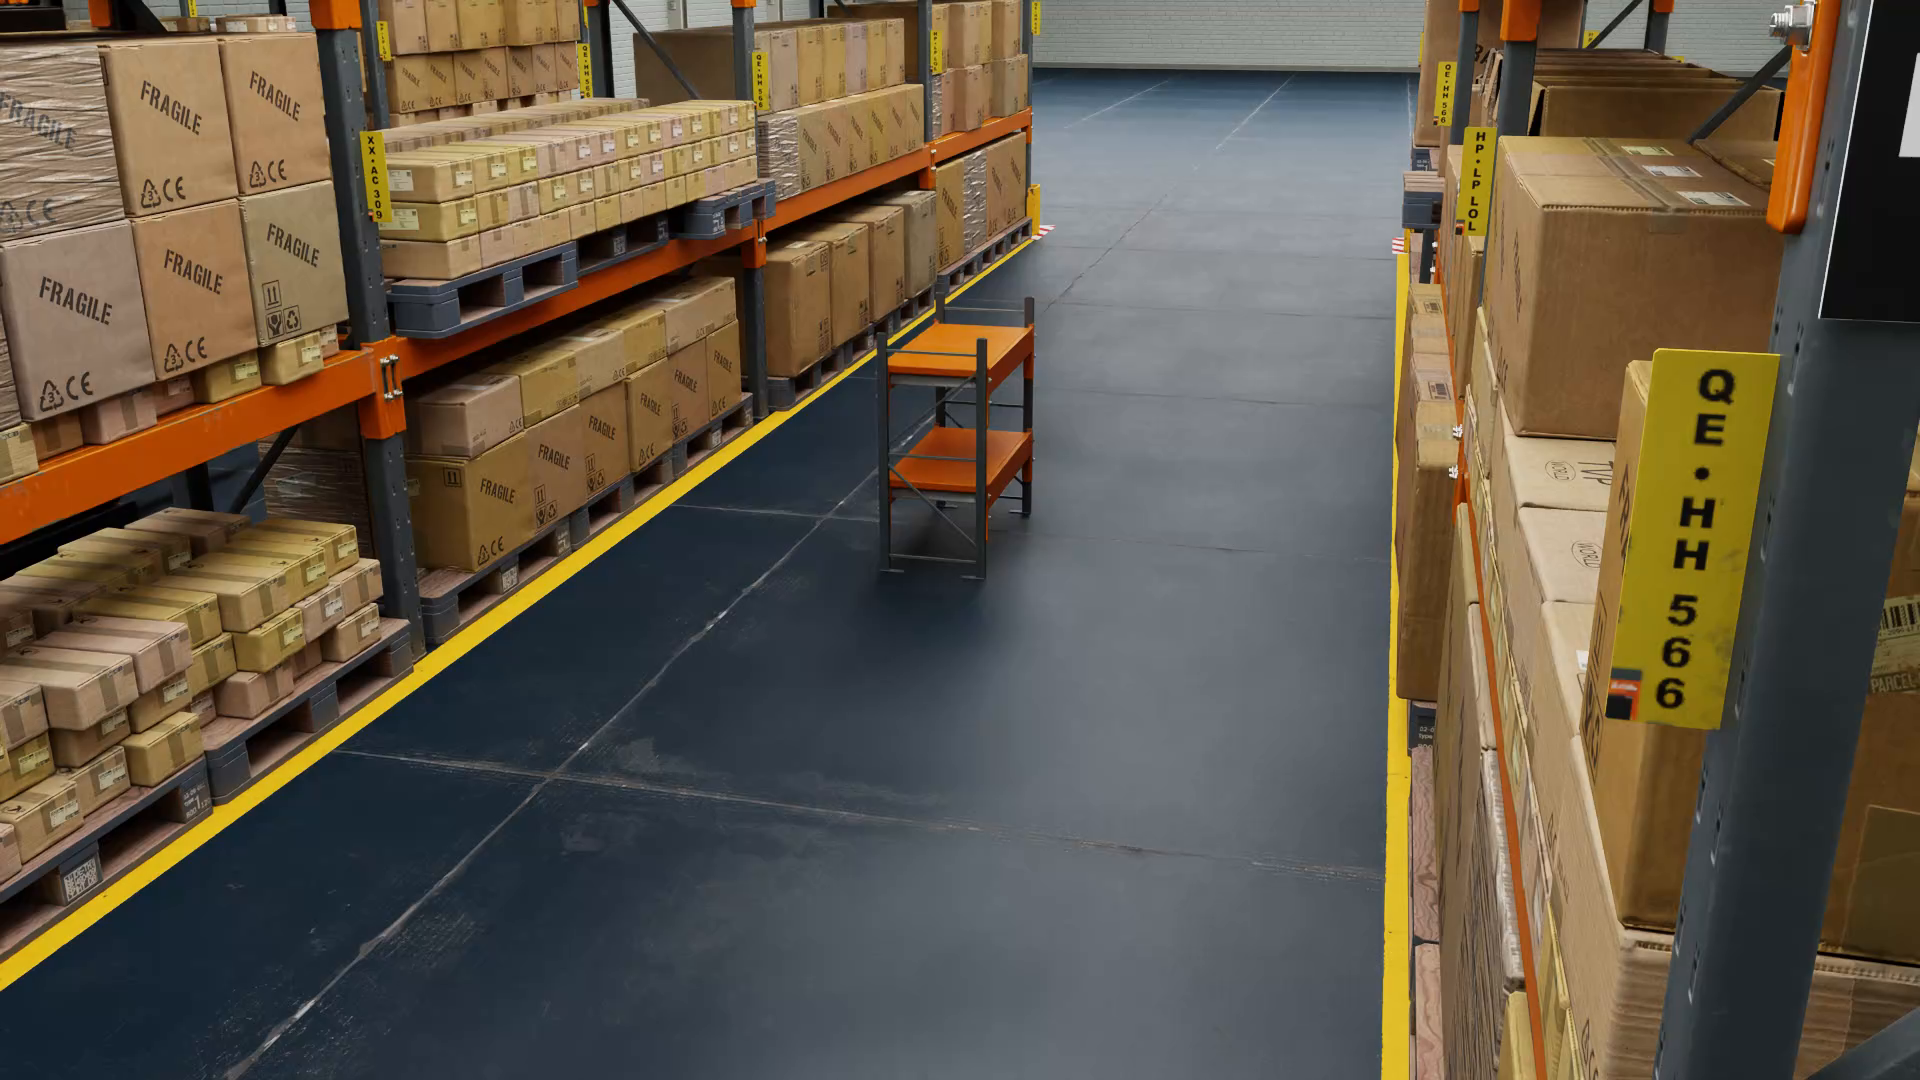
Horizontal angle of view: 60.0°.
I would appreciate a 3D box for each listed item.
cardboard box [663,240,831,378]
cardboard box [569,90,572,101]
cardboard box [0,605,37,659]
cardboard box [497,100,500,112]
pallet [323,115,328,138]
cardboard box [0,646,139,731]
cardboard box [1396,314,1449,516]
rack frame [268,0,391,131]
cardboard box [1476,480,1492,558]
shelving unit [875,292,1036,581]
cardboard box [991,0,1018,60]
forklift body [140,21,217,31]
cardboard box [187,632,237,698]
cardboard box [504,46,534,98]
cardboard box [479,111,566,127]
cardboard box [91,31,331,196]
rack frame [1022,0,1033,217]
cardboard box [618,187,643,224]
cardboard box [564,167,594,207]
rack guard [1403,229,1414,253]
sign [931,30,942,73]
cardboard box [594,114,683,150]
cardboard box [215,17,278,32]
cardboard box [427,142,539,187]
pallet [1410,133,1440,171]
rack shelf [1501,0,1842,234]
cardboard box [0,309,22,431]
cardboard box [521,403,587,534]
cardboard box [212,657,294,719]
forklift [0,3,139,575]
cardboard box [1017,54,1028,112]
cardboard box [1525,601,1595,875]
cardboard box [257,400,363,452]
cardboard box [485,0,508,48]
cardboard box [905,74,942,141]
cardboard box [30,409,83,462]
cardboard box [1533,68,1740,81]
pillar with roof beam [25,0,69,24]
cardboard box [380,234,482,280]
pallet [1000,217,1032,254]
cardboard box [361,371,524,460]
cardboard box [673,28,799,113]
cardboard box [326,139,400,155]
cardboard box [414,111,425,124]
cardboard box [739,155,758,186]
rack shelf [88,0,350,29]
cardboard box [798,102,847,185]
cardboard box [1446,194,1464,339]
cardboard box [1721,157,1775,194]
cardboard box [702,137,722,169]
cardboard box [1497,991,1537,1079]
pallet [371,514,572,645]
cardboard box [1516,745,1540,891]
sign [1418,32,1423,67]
[{"bbox_3d":[-1.465,-1.537,10.878,1.050,0.750,0.750,4,19,13],"label":"cardboard box"},{"bbox_3d":[-4.455,-4.833,18.085,0.380,0.149,0.250,5,20,15],"label":"cardboard box"},{"bbox_3d":[-3.285,0.317,5.460,0.380,0.149,0.250,5,20,15],"label":"cardboard box"},{"bbox_3d":[-4.848,-4.355,16.687,0.380,0.149,0.250,5,19,13],"label":"cardboard box"},{"bbox_3d":[-5.876,-3.513,14.130,1.003,0.211,1.213,5,19,13],"label":"pallet"},{"bbox_3d":[-2.760,0.450,5.070,0.380,0.149,0.250,4,19,11],"label":"cardboard box"},{"bbox_3d":[2.670,-0.496,7.636,1.225,0.875,0.875,5,19,14],"label":"cardboard box"},{"bbox_3d":[-5.549,-3.832,14.767,1.000,3.000,0.127,5,19,13],"label":"rack frame"},{"bbox_3d":[1.459,-0.029,4.021,0.380,0.149,0.250,4,19,13],"label":"cardboard box"},{"bbox_3d":[-0.002,-0.530,8.000,0.538,1.125,1.048,5,19,13],"label":"shelving unit"},{"bbox_3d":[0.080,-5.016,16.329,0.875,0.550,0.550,5,19,13],"label":"cardboard box"},{"bbox_3d":[-8.080,-4.337,17.557,2.313,2.155,1.214,5,19,13],"label":"forklift body"},{"bbox_3d":[-2.706,0.410,5.647,0.380,0.149,0.250,5,19,14],"label":"cardboard box"},{"bbox_3d":[-4.689,-4.769,16.894,0.500,0.500,0.500,5,19,13],"label":"cardboard box"},{"bbox_3d":[-2.259,-2.122,8.579,0.380,0.149,0.250,6,20,16],"label":"cardboard box"},{"bbox_3d":[-2.531,-1.458,5.654,0.500,0.500,0.500,4,19,11],"label":"cardboard box"},{"bbox_3d":[0.253,-4.727,17.385,1.000,3.000,0.127,5,19,13],"label":"rack frame"},{"bbox_3d":[-1.758,-1.621,8.031,0.380,0.149,0.250,4,19,11],"label":"cardboard box"},{"bbox_3d":[-1.885,-1.602,7.515,0.380,0.149,0.250,5,20,16],"label":"cardboard box"},{"bbox_3d":[5.020,-3.097,16.480,1.175,0.500,0.348,5,19,13],"label":"rack guard"},{"bbox_3d":[-0.195,-3.944,13.424,0.100,0.325,0.005,5,19,13],"label":"sign"},{"bbox_3d":[-1.630,-2.071,8.429,0.380,0.149,0.250,5,19,13],"label":"cardboard box"},{"bbox_3d":[-5.642,-4.059,13.161,0.380,0.149,0.250,4,19,11],"label":"cardboard box"},{"bbox_3d":[-2.009,-1.582,6.997,0.380,0.149,0.250,5,19,14],"label":"cardboard box"},{"bbox_3d":[3.733,-2.731,11.839,1.003,0.211,1.213,5,19,13],"label":"pallet"},{"bbox_3d":[1.618,-0.994,2.930,1.077,0.370,4.000,5,19,13],"label":"rack shelf"},{"bbox_3d":[-2.922,-0.501,4.400,0.500,0.500,0.500,4,19,12],"label":"cardboard box"},{"bbox_3d":[-2.113,-0.358,7.812,0.500,0.500,0.500,6,20,16],"label":"cardboard box"},{"bbox_3d":[-2.590,0.497,5.851,0.380,0.149,0.250,4,19,12],"label":"cardboard box"},{"bbox_3d":[-4.731,-1.371,7.666,1.130,2.935,3.031,5,19,14],"label":"forklift"},{"bbox_3d":[0.207,-4.678,17.010,0.875,0.550,0.550,5,19,13],"label":"cardboard box"},{"bbox_3d":[1.115,0.310,2.411,0.500,0.250,0.500,4,19,12],"label":"cardboard box"},{"bbox_3d":[-2.742,-0.590,7.331,0.500,0.250,0.500,4,19,12],"label":"cardboard box"},{"bbox_3d":[-4.897,-5.098,16.312,0.700,0.500,0.500,5,19,13],"label":"cardboard box"},{"bbox_3d":[-0.645,-3.661,14.032,0.875,0.550,0.550,5,19,13],"label":"cardboard box"},{"bbox_3d":[-2.840,-0.328,4.897,0.380,0.149,0.250,4,19,13],"label":"cardboard box"},{"bbox_3d":[2.434,-1.479,6.171,0.797,0.503,0.637,5,19,14],"label":"cardboard box"},{"bbox_3d":[-6.255,-7.829,17.186,9.100,9.000,0.400,5,19,13],"label":"pillar with roof beam"},{"bbox_3d":[-2.136,-1.133,6.602,0.380,0.149,0.250,4,19,11],"label":"cardboard box"},{"bbox_3d":[0.134,-3.150,17.084,1.003,0.211,1.213,5,19,13],"label":"pallet"},{"bbox_3d":[-2.242,-0.547,7.206,0.500,0.250,0.500,4,19,11],"label":"cardboard box"},{"bbox_3d":[-1.460,-3.038,10.741,0.700,0.500,0.500,4,19,13],"label":"cardboard box"},{"bbox_3d":[-2.640,-1.633,7.147,0.380,0.149,0.250,4,19,12],"label":"cardboard box"},{"bbox_3d":[-5.149,-3.870,15.266,0.380,0.149,0.250,5,20,15],"label":"cardboard box"},{"bbox_3d":[-1.376,-2.108,9.458,0.380,0.149,0.250,5,19,14],"label":"cardboard box"},{"bbox_3d":[-3.167,-1.418,4.170,1.077,0.370,4.000,5,19,13],"label":"rack shelf"},{"bbox_3d":[-1.084,-2.704,11.308,0.500,0.500,0.500,5,19,13],"label":"cardboard box"},{"bbox_3d":[2.204,-1.076,6.544,0.500,0.500,0.500,4,19,13],"label":"cardboard box"},{"bbox_3d":[2.127,-0.645,4.047,0.500,0.500,0.500,5,19,14],"label":"cardboard box"},{"bbox_3d":[-1.506,-2.083,8.923,0.380,0.149,0.250,5,20,15],"label":"cardboard box"},{"bbox_3d":[1.208,1.311,2.345,0.875,0.875,0.875,5,19,13],"label":"cardboard box"},{"bbox_3d":[-2.490,0.110,7.539,1.003,0.211,1.213,5,19,13],"label":"pallet"},{"bbox_3d":[1.083,0.454,2.606,0.380,0.149,0.250,5,19,14],"label":"cardboard box"},{"bbox_3d":[4.512,-4.756,16.131,0.100,0.325,0.005,5,19,13],"label":"sign"}]
